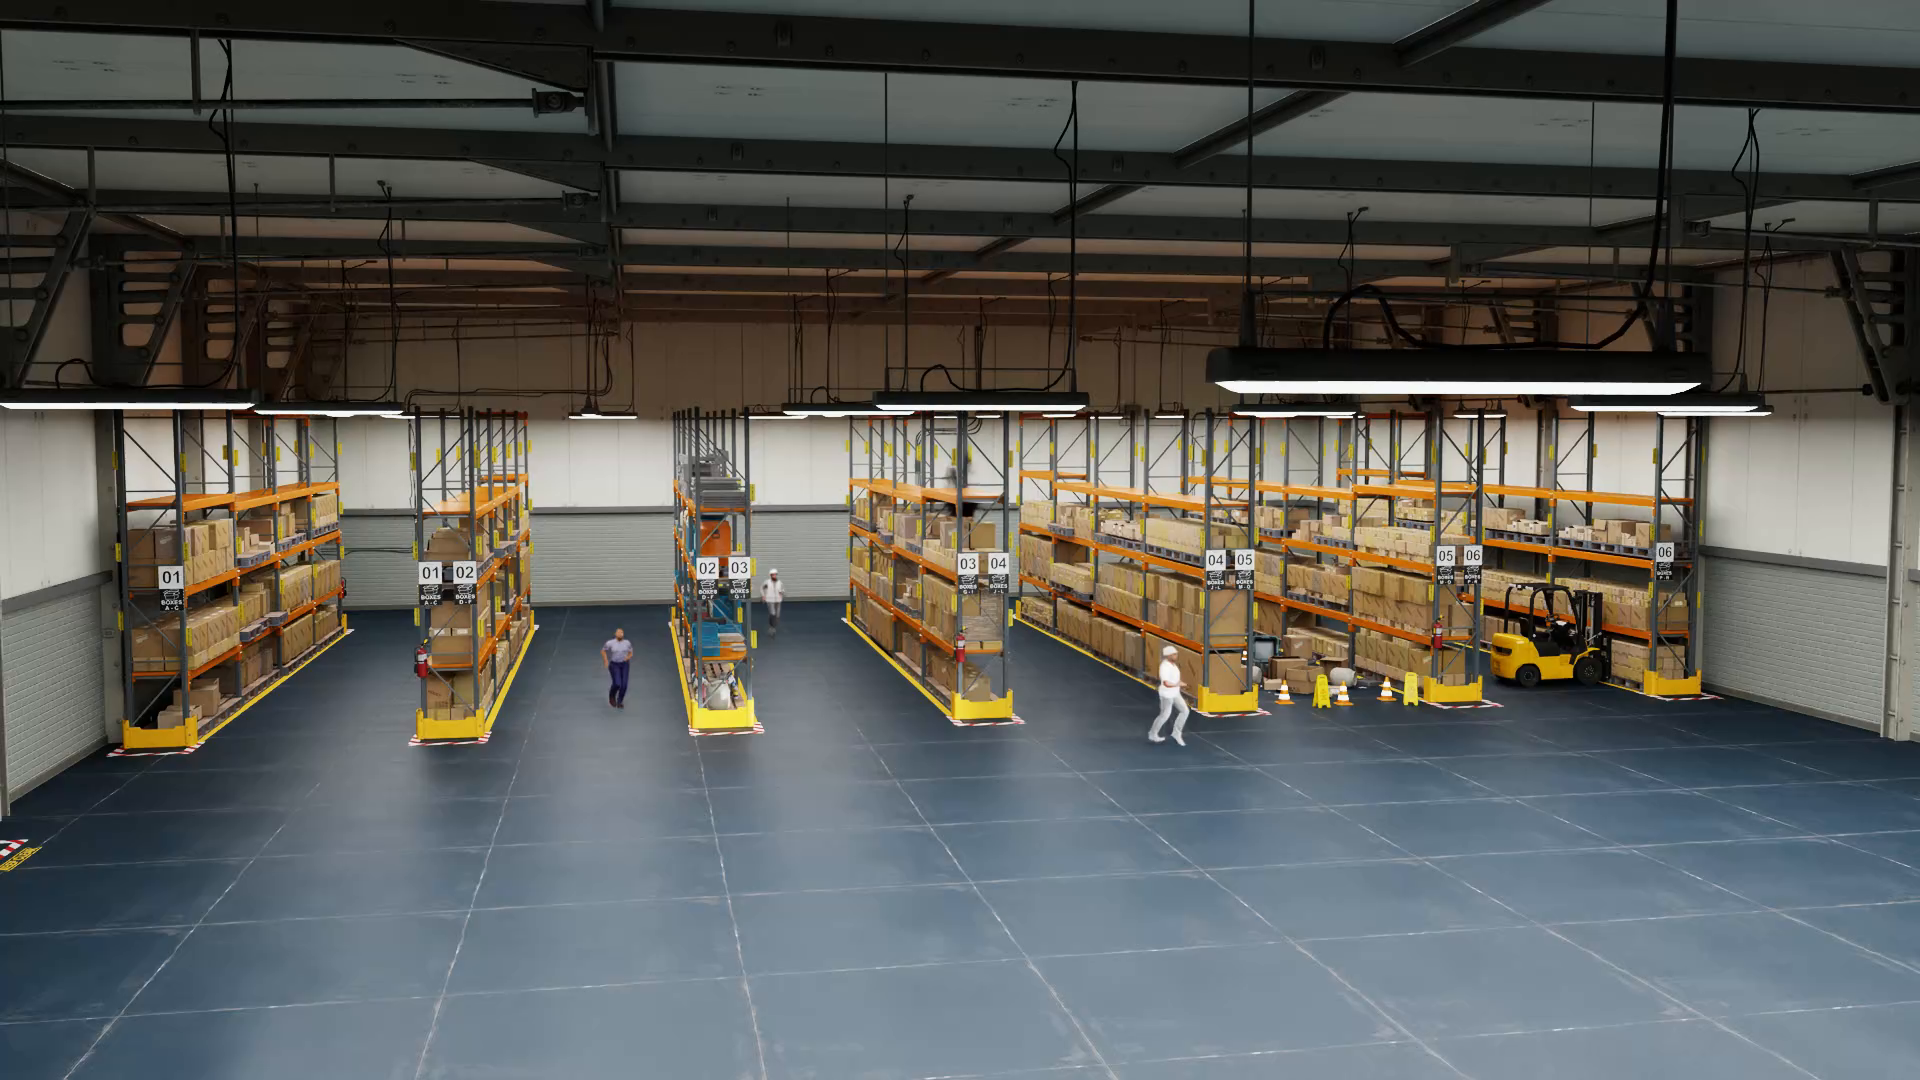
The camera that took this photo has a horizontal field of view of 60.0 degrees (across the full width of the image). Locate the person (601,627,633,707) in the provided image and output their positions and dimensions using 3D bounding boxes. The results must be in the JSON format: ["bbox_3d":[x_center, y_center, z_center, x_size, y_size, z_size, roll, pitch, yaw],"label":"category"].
[{"bbox_3d":[-6.793,2.551,33.163,0.590,1.607,0.597,-2,5,-27],"label":"person"}]

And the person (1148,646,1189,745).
[{"bbox_3d":[3.673,2.762,29.422,0.715,1.795,0.648,2,5,29],"label":"person"}]

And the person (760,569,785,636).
[{"bbox_3d":[-4.987,1.679,44.541,0.628,1.804,0.725,-2,5,-26],"label":"person"}]
